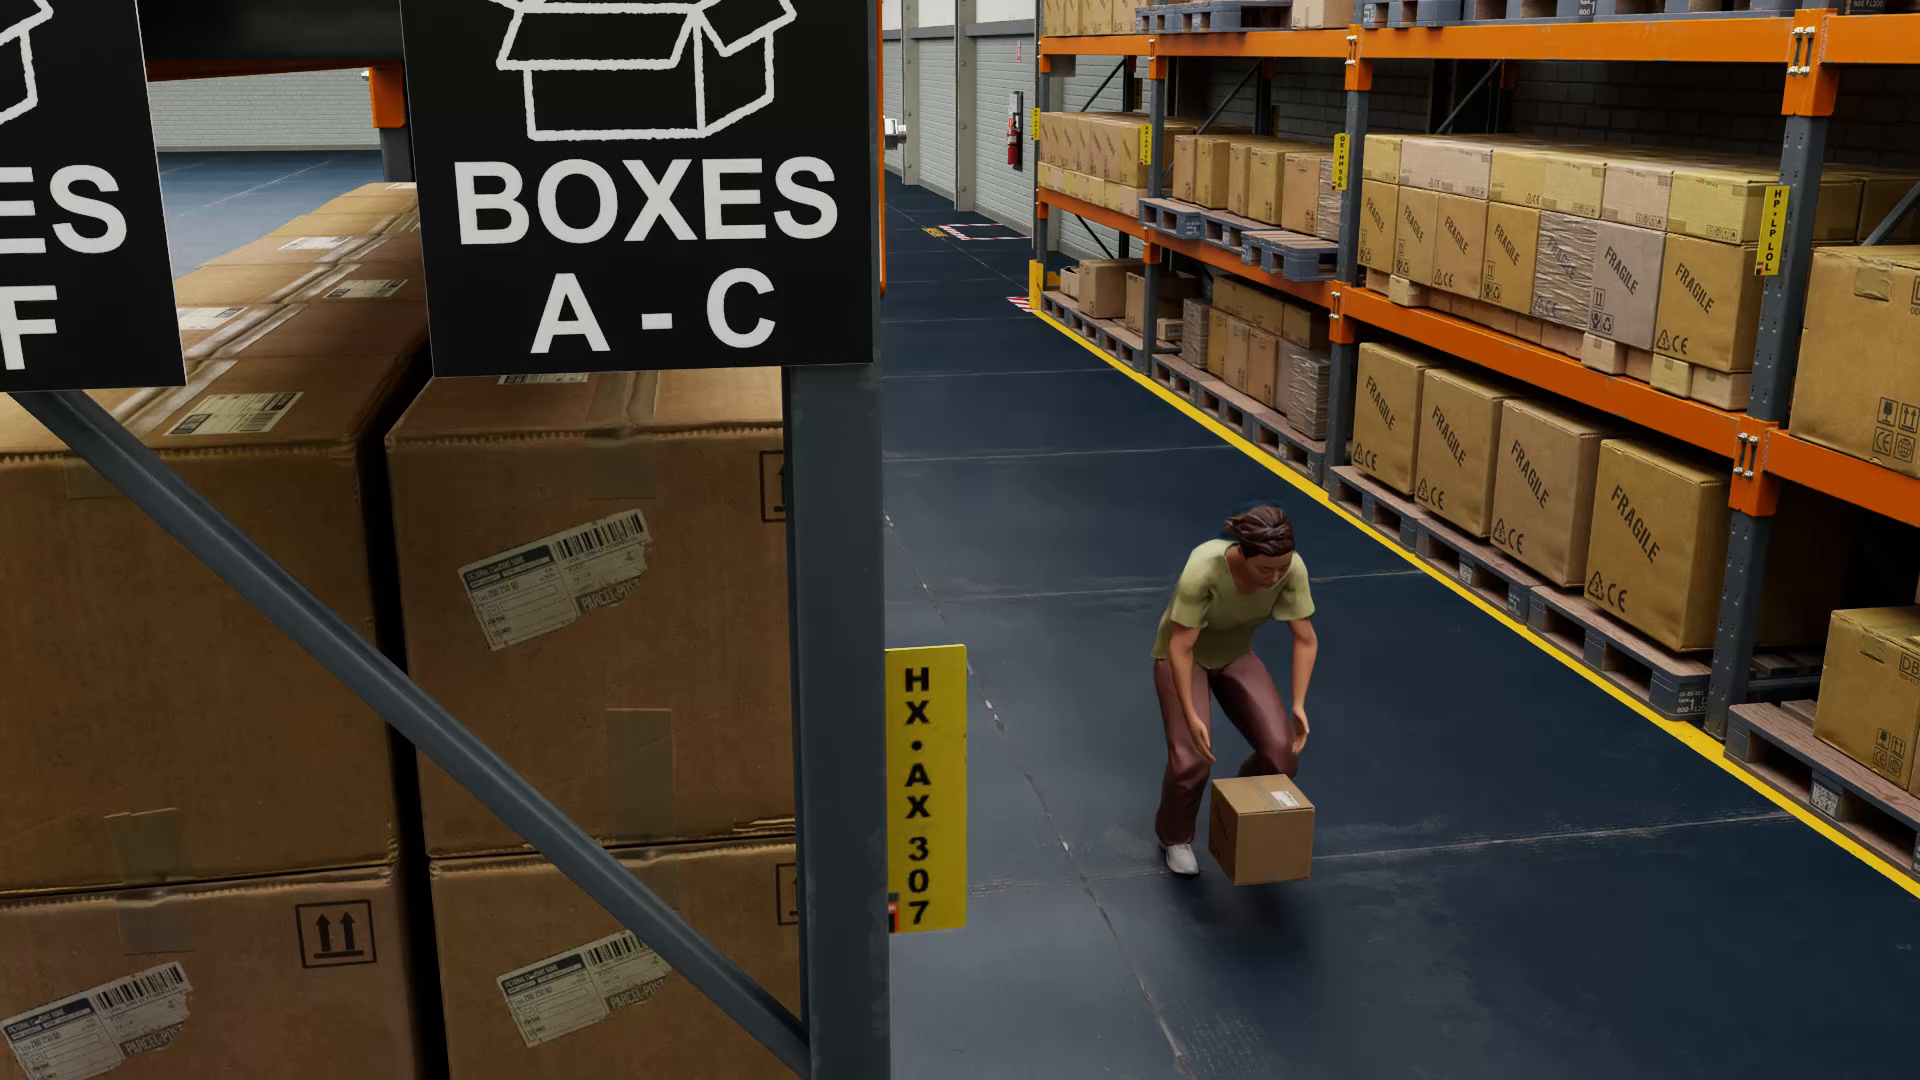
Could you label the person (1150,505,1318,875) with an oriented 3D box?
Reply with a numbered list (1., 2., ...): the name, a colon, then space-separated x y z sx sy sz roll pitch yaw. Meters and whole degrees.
1. person: 0.911 0.483 5.550 0.511 1.315 0.666 -3 17 -10
